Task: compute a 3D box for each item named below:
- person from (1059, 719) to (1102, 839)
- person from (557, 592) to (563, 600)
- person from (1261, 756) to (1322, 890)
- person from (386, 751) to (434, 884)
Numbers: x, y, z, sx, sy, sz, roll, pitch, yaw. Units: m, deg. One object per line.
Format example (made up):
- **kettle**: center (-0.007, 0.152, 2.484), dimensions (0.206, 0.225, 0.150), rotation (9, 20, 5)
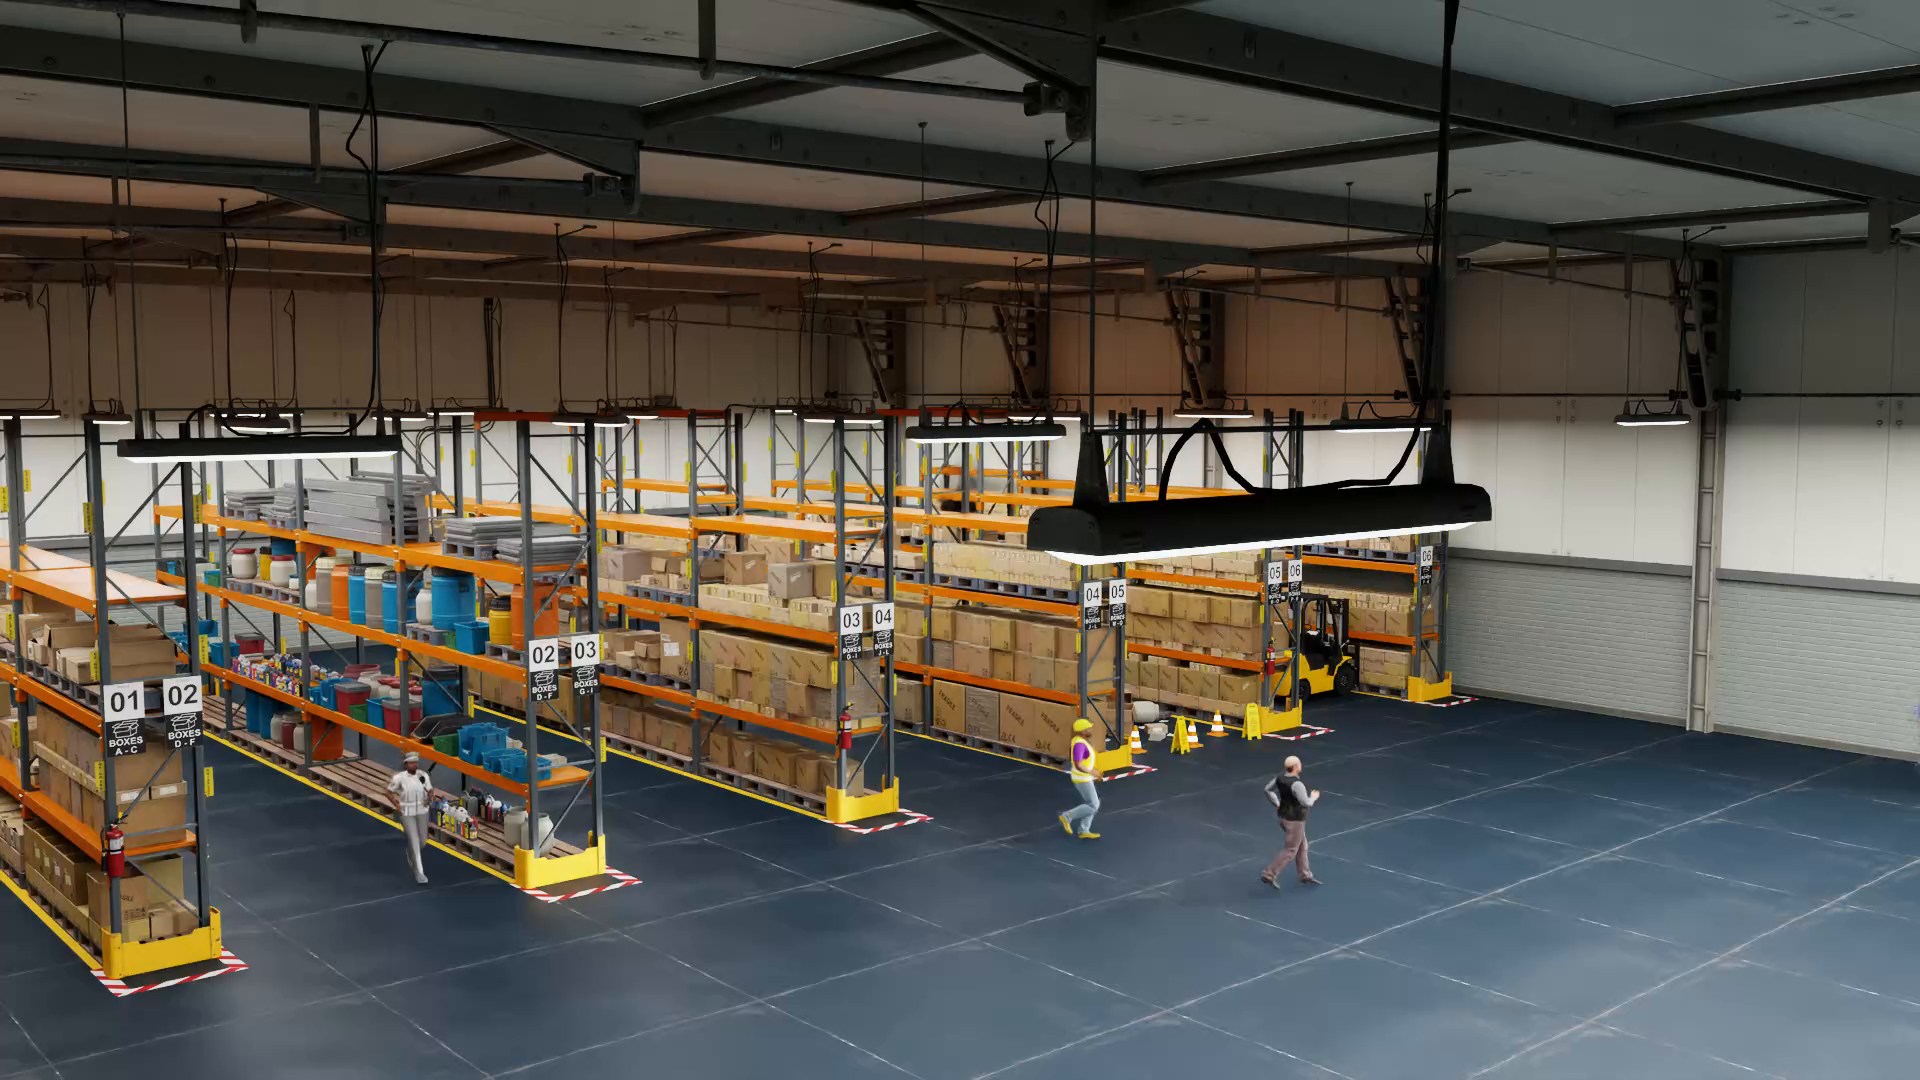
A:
- **person**: center (1.704, 3.396, 23.644), dimensions (0.604, 1.721, 0.692), rotation (0, 5, -2)
- **person**: center (-9.629, 1.998, 39.584), dimensions (0.681, 1.721, 0.533), rotation (1, 5, 10)
- **person**: center (4.223, 3.593, 21.113), dimensions (0.939, 1.729, 0.648), rotation (-1, 5, -15)
- **person**: center (-7.133, 3.569, 21.680), dimensions (0.582, 1.670, 0.875), rotation (-4, 6, -36)
